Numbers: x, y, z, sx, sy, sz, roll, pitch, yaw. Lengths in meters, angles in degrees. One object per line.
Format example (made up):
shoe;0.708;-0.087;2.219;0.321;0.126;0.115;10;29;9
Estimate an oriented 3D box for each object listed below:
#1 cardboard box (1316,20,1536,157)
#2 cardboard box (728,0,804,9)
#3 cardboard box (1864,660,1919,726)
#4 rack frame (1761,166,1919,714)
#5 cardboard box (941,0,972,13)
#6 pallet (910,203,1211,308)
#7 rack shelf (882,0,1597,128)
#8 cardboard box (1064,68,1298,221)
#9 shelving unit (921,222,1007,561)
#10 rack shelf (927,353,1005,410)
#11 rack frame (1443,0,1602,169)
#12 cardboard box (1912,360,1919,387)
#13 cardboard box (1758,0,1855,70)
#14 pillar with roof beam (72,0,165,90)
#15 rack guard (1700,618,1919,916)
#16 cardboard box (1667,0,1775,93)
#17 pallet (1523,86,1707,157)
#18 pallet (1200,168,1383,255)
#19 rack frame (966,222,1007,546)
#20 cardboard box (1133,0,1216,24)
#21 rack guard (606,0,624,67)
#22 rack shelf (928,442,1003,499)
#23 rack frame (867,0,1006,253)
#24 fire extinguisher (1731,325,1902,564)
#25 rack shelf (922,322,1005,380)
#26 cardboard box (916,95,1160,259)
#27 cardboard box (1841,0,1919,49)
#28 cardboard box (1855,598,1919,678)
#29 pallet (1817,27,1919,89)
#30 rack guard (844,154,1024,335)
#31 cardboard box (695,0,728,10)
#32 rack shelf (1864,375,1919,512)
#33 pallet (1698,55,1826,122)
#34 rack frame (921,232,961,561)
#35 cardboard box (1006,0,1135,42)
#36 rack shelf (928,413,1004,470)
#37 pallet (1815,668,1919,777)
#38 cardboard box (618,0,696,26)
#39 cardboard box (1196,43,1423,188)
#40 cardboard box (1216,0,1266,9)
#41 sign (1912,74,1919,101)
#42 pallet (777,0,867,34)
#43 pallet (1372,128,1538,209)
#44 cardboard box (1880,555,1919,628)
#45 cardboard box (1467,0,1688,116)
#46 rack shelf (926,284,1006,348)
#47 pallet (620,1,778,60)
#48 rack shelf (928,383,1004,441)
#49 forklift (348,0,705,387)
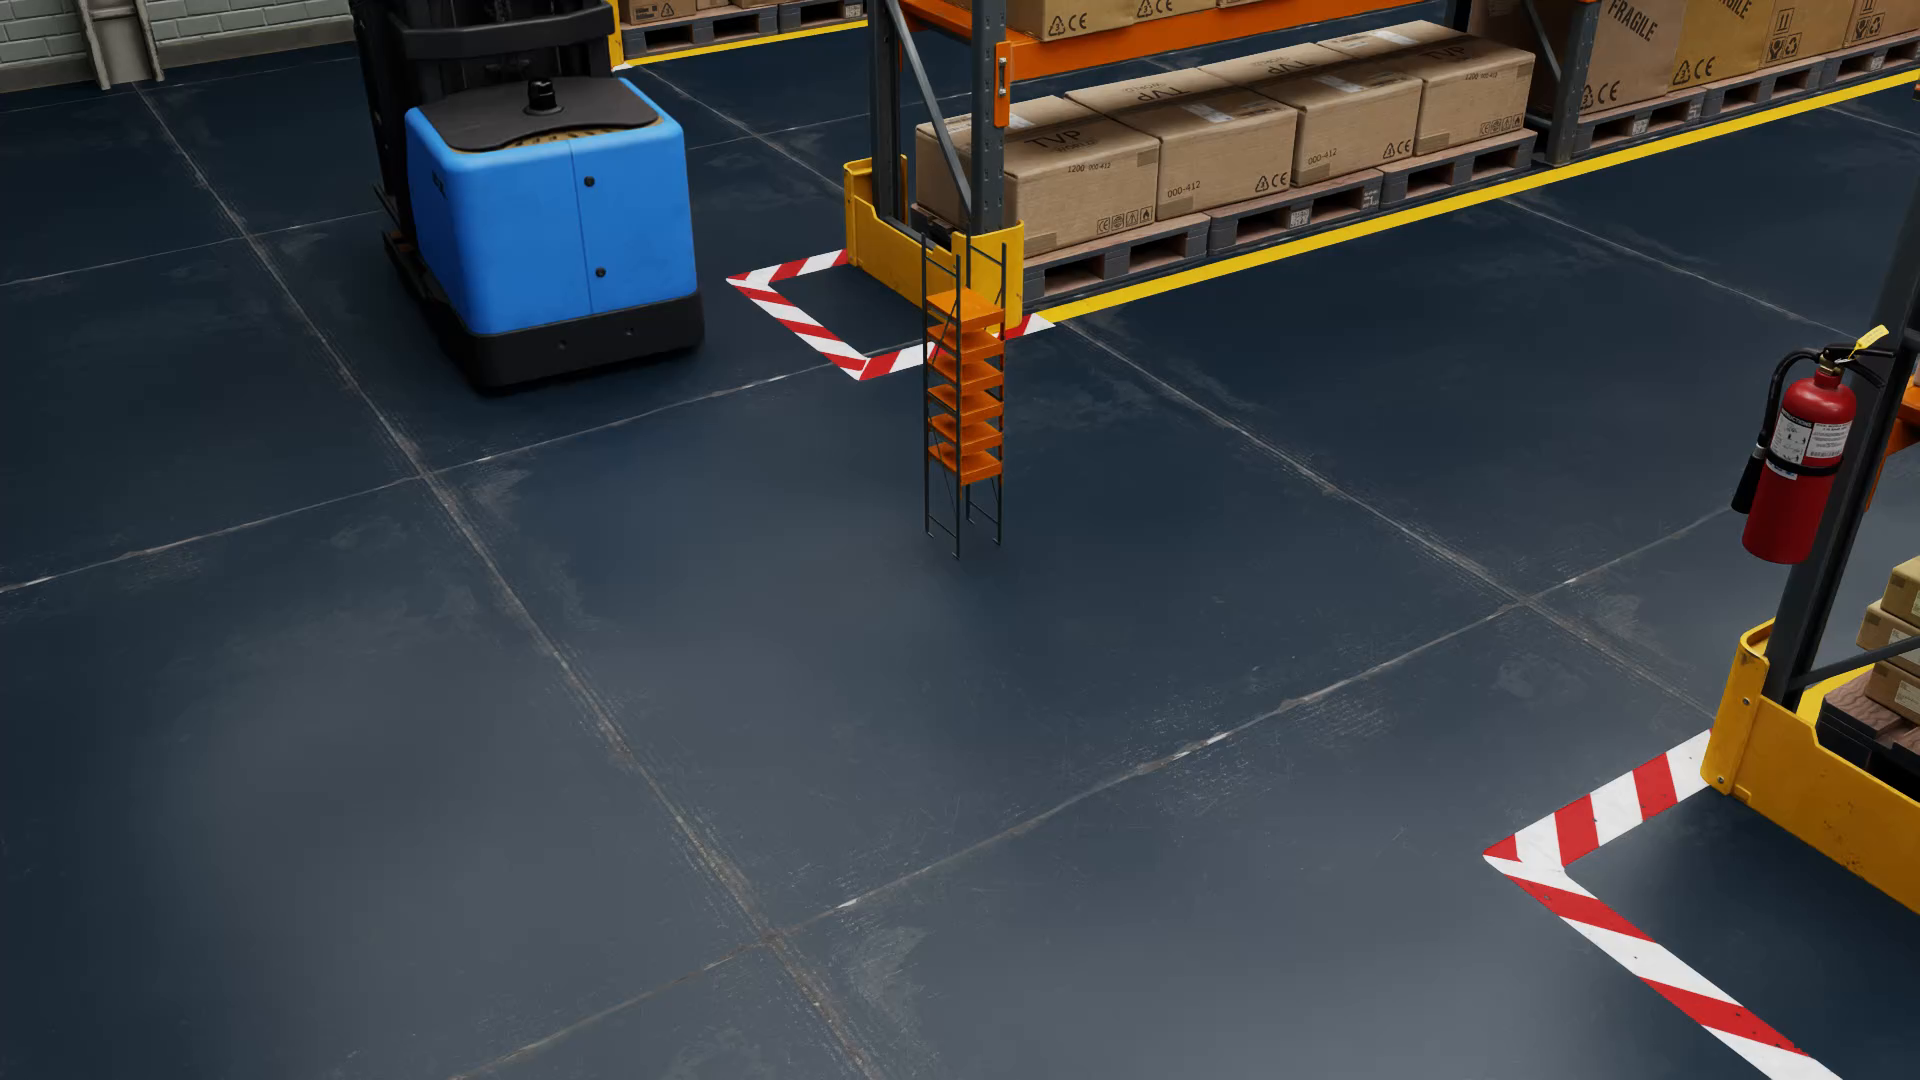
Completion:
cardboard box;2.654;-2.626;9.609;0.875;0.438;0.875;-20;37;-28
cardboard box;-1.509;-4.218;12.075;0.500;0.500;0.700;-17;36;-25
cardboard box;2.975;0.464;4.981;0.250;0.149;0.380;-18;37;-26
rack frame;2.645;-0.318;3.943;0.127;3.000;1.000;-19;37;-27
cardboard box;0.140;-2.809;7.798;0.500;0.500;0.500;-19;37;-27
pallet;0.508;-1.596;8.582;1.213;0.211;1.003;-19;37;-27
rack shelf;1.559;-2.783;8.524;4.000;0.370;1.077;-19;37;-27
cardboard box;1.143;-2.107;8.786;0.875;0.438;0.875;-18;36;-26
shelving unit;0.012;-0.512;5.937;0.189;1.200;0.258;-19;37;-27
rack shelf;0.012;-0.576;5.896;0.180;0.103;0.258;-19;37;-27
rack frame;3.240;-3.665;9.249;0.127;3.000;1.000;-19;37;-27
cardboard box;2.766;-0.433;4.361;0.250;0.149;0.380;-19;37;-27
cardboard box;5.225;-3.682;10.873;0.875;0.875;0.875;-19;37;-27
pillar with roof beam;-3.236;-4.965;5.687;0.400;9.000;9.100;-19;37;-27
rack guard;2.709;0.717;4.645;0.348;0.500;1.175;-19;37;-27
cardboard box;4.473;-3.424;10.464;0.875;0.875;0.875;-18;36;-26
pallet;3.848;-2.743;10.400;1.213;0.211;1.003;-19;37;-27
pallet;1.532;-1.946;9.137;1.213;0.211;1.003;-19;37;-27
rack frame;0.089;-0.538;5.978;0.006;1.200;0.240;-19;37;-27
cardboard box;0.847;-2.720;7.657;0.500;0.500;0.500;-20;37;-28
rack guard;-2.750;-3.698;11.644;0.348;0.500;1.175;-19;37;-27
rack shelf;0.012;-0.271;6.088;0.180;0.103;0.258;-19;37;-27
rack frame;-0.122;-2.509;7.416;0.127;3.000;1.000;-19;37;-27
fire extinguisher;2.183;-0.262;4.276;0.183;0.674;0.296;-19;37;-27
rack shelf;0.012;-0.677;5.832;0.180;0.103;0.258;-19;37;-27
cardboard box;0.379;-1.839;8.361;0.875;0.438;0.875;-20;38;-29
cardboard box;5.977;-3.938;11.279;0.875;0.875;0.875;-19;37;-28
cardboard box;2.934;0.303;4.957;0.250;0.149;0.380;-20;37;-29
pallet;5.899;-3.448;11.518;1.213;0.211;1.003;-19;37;-27
rack guard;-0.142;-1.445;8.072;0.348;0.500;1.175;-19;37;-27
cardboard box;-1.871;-3.945;11.971;0.250;0.149;0.380;-21;38;-29
rack shelf;4.326;-0.592;5.052;4.000;0.370;1.077;-19;37;-27
pallet;4.874;-3.097;10.962;1.213;0.211;1.003;-19;37;-27
rack frame;-0.065;-0.485;5.895;0.006;1.200;0.240;-19;37;-27
cardboard box;0.437;-2.561;7.405;0.500;0.500;0.500;-19;37;-28
rack shelf;0.012;-0.373;6.024;0.180;0.103;0.258;-19;37;-27
pallet;3.411;0.620;5.069;1.213;0.211;1.003;-19;37;-27
cardboard box;-2.249;-3.990;11.710;0.637;0.503;0.797;-21;38;-29
cardboard box;1.902;-2.367;9.198;0.875;0.438;0.875;-20;37;-29
cardboard box;1.285;-2.859;7.877;0.500;0.500;0.500;-19;37;-28
sign;2.361;-1.196;3.954;0.005;0.325;0.100;-19;37;-27
pallet;-1.056;-4.158;12.643;1.213;0.211;1.003;-19;37;-27
pallet;2.559;-2.301;9.700;1.213;0.211;1.003;-19;37;-27
cardboard box;2.953;0.191;4.856;0.250;0.149;0.380;-19;37;-27
cardboard box;3.718;-3.159;10.045;0.875;0.875;0.875;-18;36;-26
rack shelf;0.012;-0.779;5.768;0.180;0.103;0.258;-19;37;-27
pallet;-2.081;-3.807;12.088;1.213;0.211;1.003;-19;37;-27
rack shelf;0.012;-0.474;5.960;0.180;0.103;0.258;-19;37;-27
forklift;-2.290;-2.664;7.727;1.130;2.935;3.031;-16;35;-23
